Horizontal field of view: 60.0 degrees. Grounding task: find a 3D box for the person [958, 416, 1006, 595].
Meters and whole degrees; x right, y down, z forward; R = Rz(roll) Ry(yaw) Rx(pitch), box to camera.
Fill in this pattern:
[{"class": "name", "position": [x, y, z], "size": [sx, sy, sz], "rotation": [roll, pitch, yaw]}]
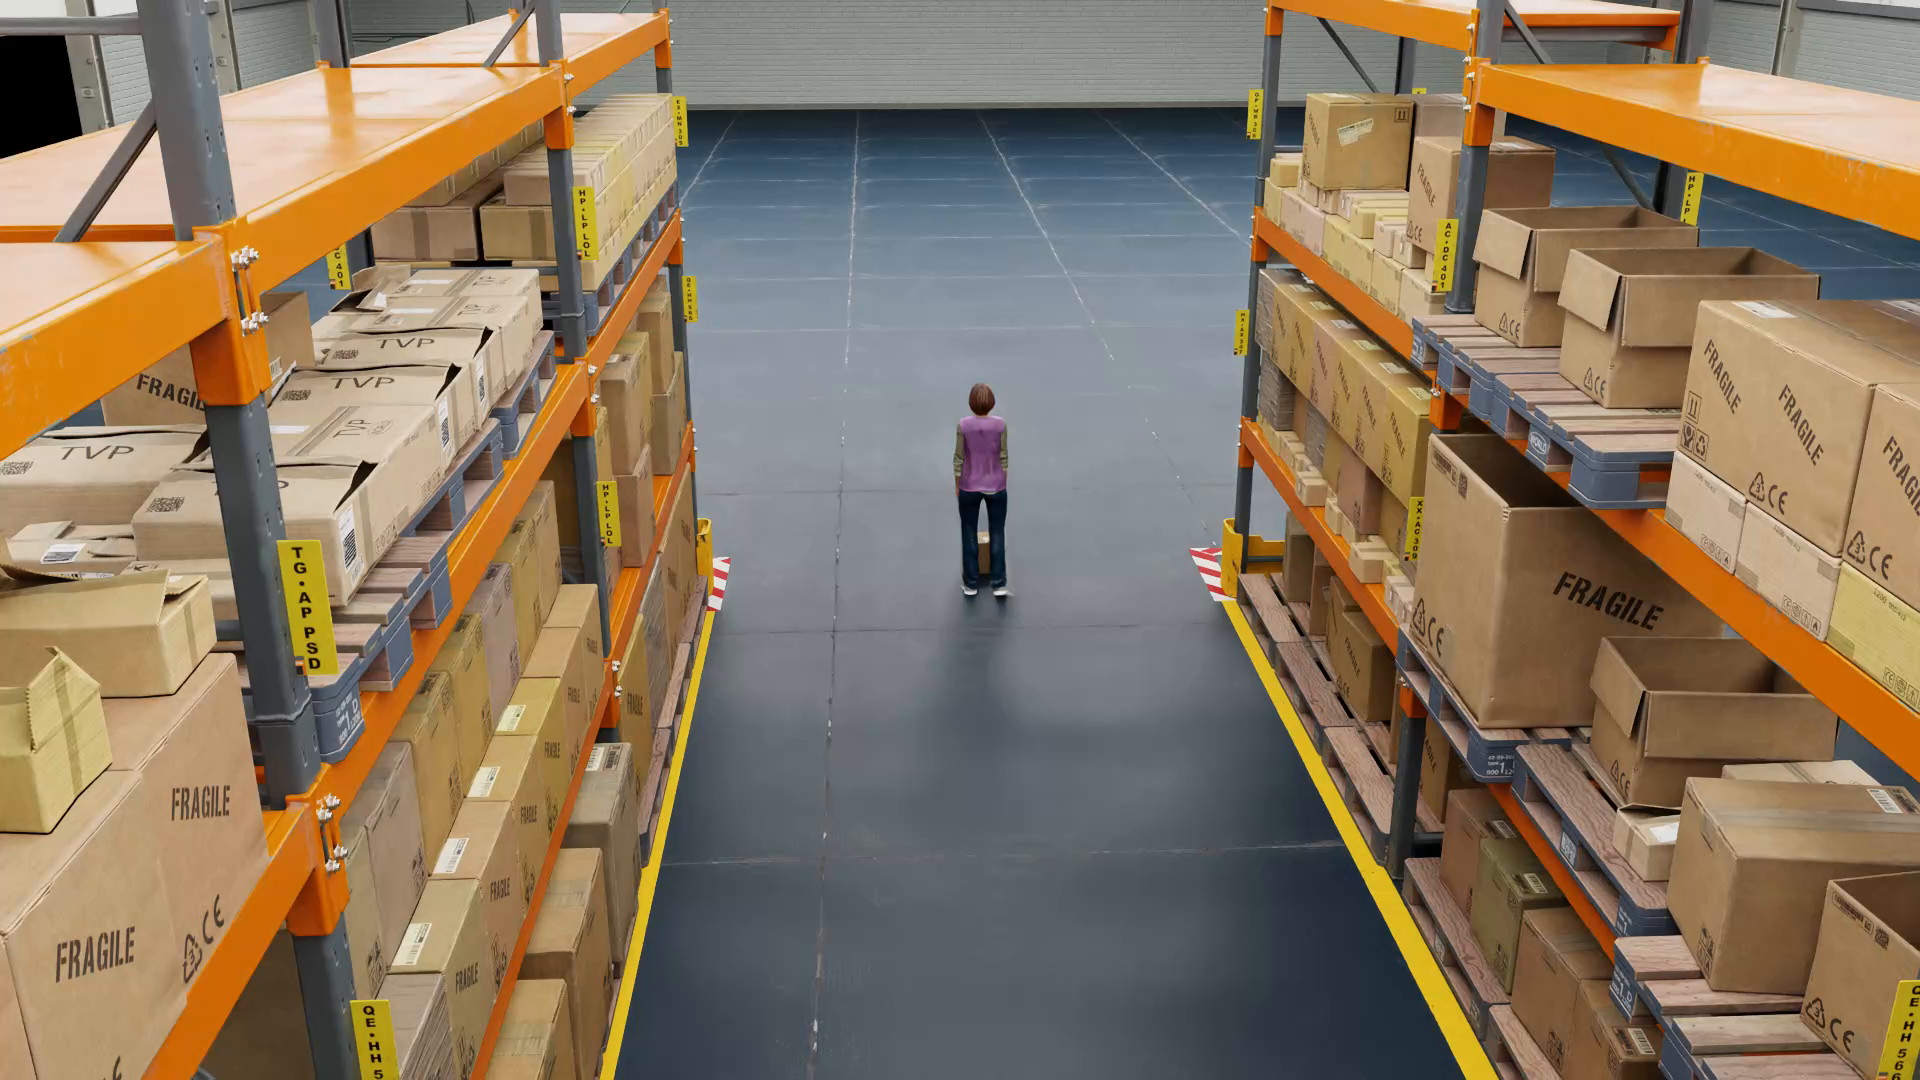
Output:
[{"class": "person", "position": [0.167, -0.252, 12.111], "size": [0.361, 1.387, 0.300], "rotation": [-1, 21, -2]}]
